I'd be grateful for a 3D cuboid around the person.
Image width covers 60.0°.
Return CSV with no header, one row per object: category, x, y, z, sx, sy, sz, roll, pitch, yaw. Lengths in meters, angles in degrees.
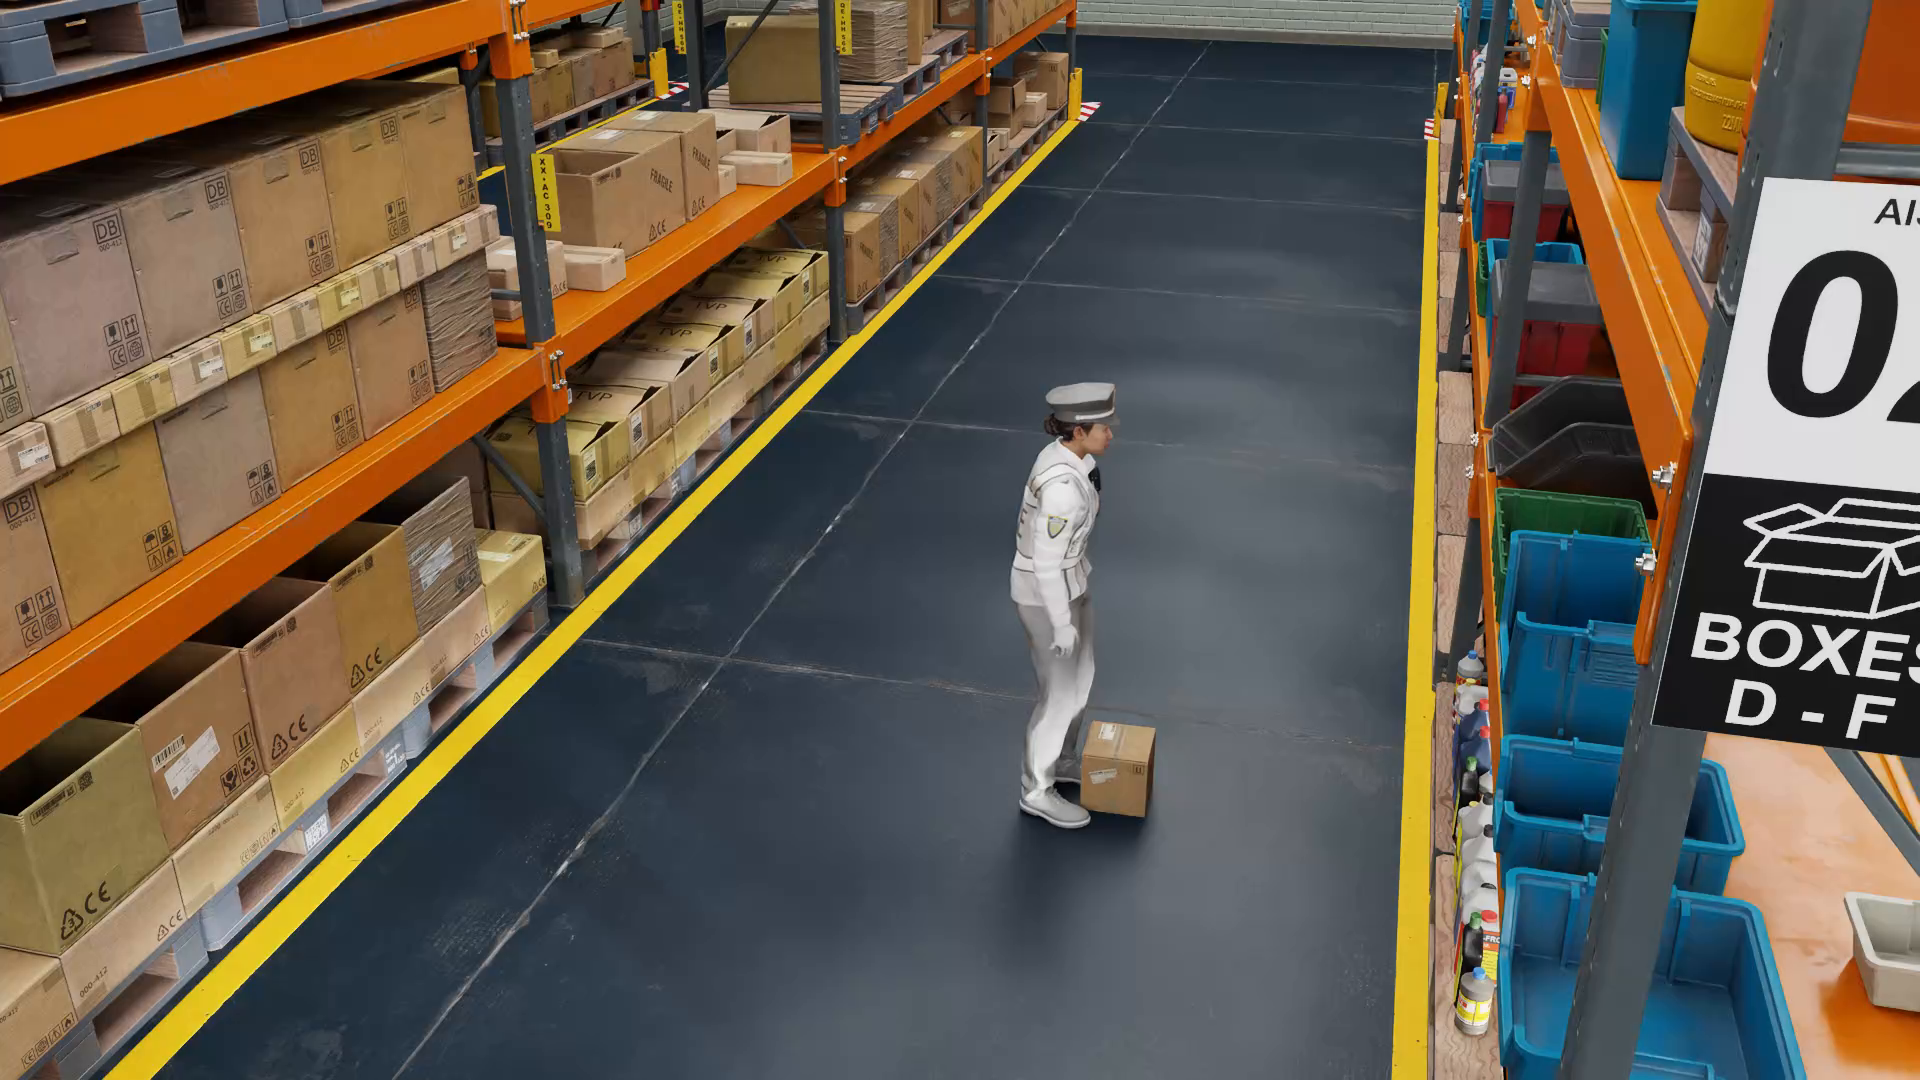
person,0.396,0.216,6.148,0.409,1.667,0.547,5,26,10
